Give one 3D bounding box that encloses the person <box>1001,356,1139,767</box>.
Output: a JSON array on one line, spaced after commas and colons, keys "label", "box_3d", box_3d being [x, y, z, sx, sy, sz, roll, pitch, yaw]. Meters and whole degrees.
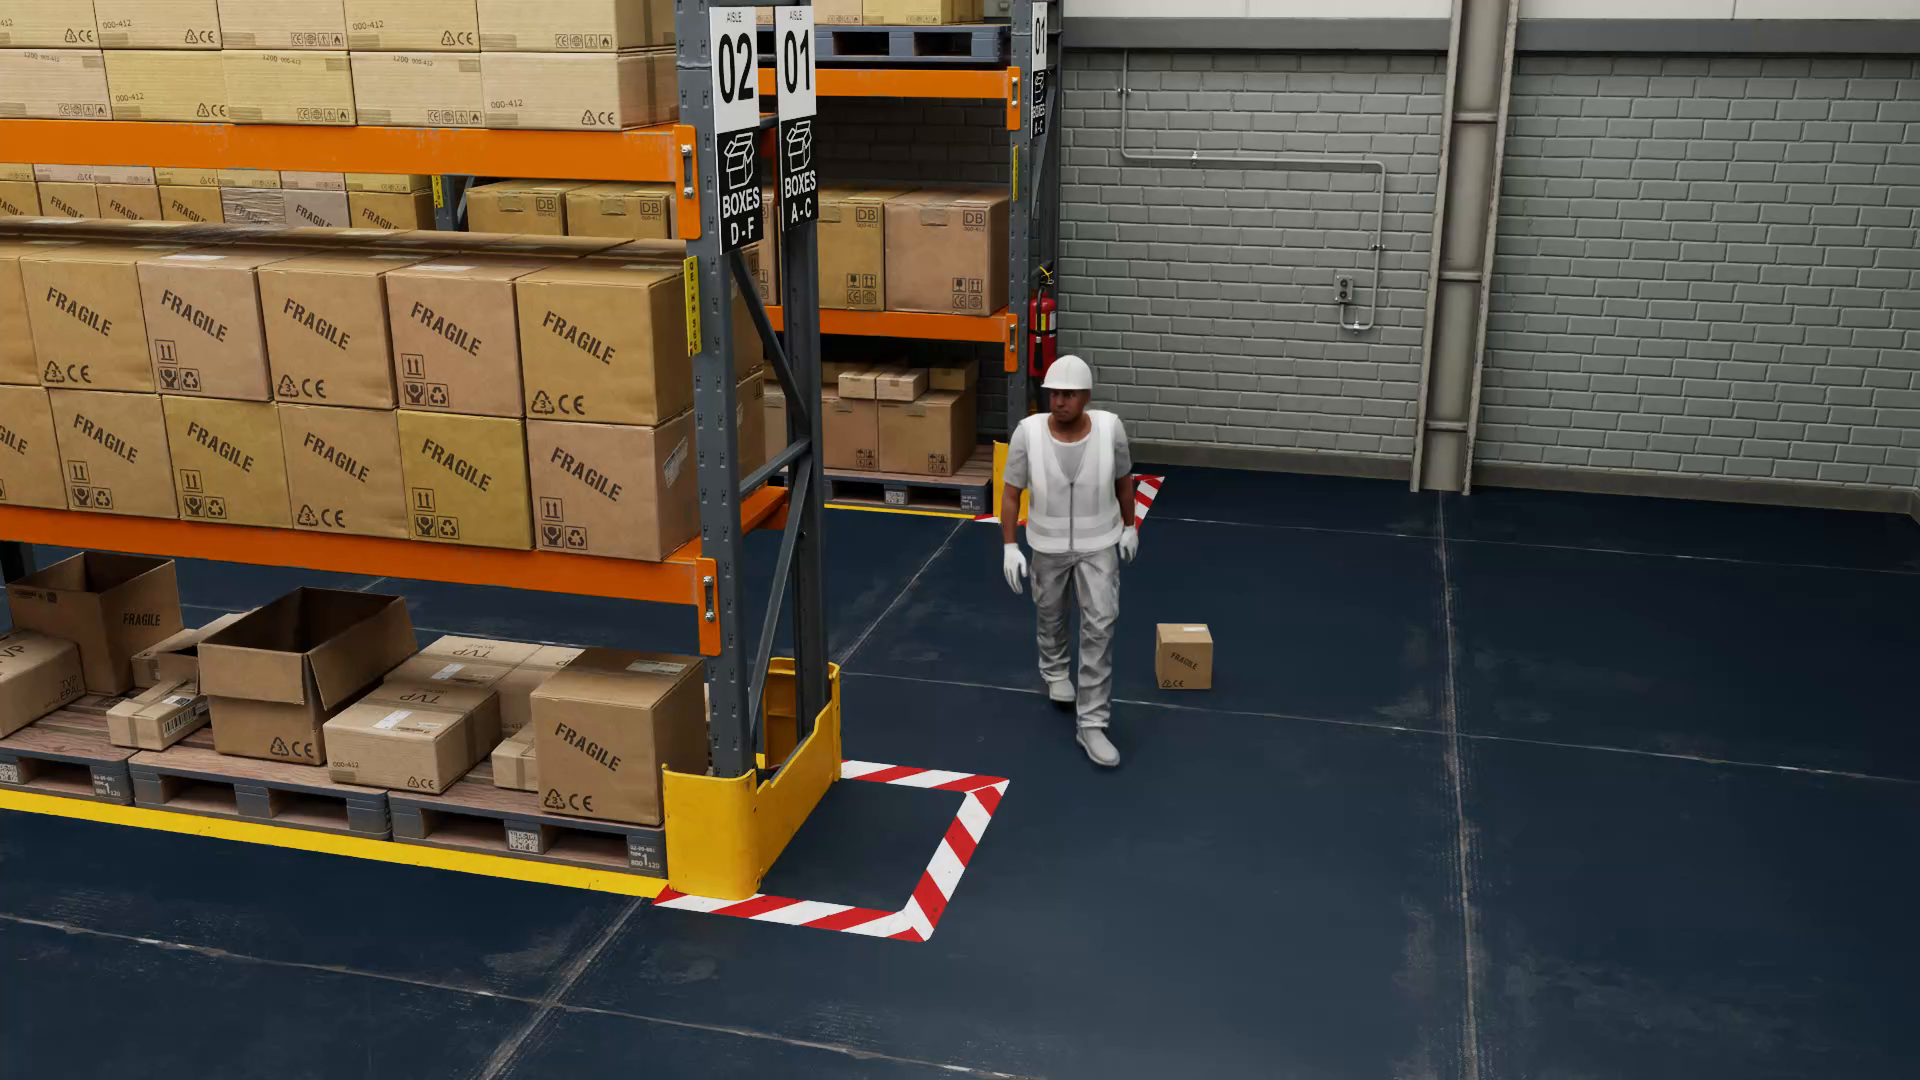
[{"label": "person", "box_3d": [0.492, 0.024, 7.435, 0.609, 1.744, 0.892, 2, 18, 7]}]
